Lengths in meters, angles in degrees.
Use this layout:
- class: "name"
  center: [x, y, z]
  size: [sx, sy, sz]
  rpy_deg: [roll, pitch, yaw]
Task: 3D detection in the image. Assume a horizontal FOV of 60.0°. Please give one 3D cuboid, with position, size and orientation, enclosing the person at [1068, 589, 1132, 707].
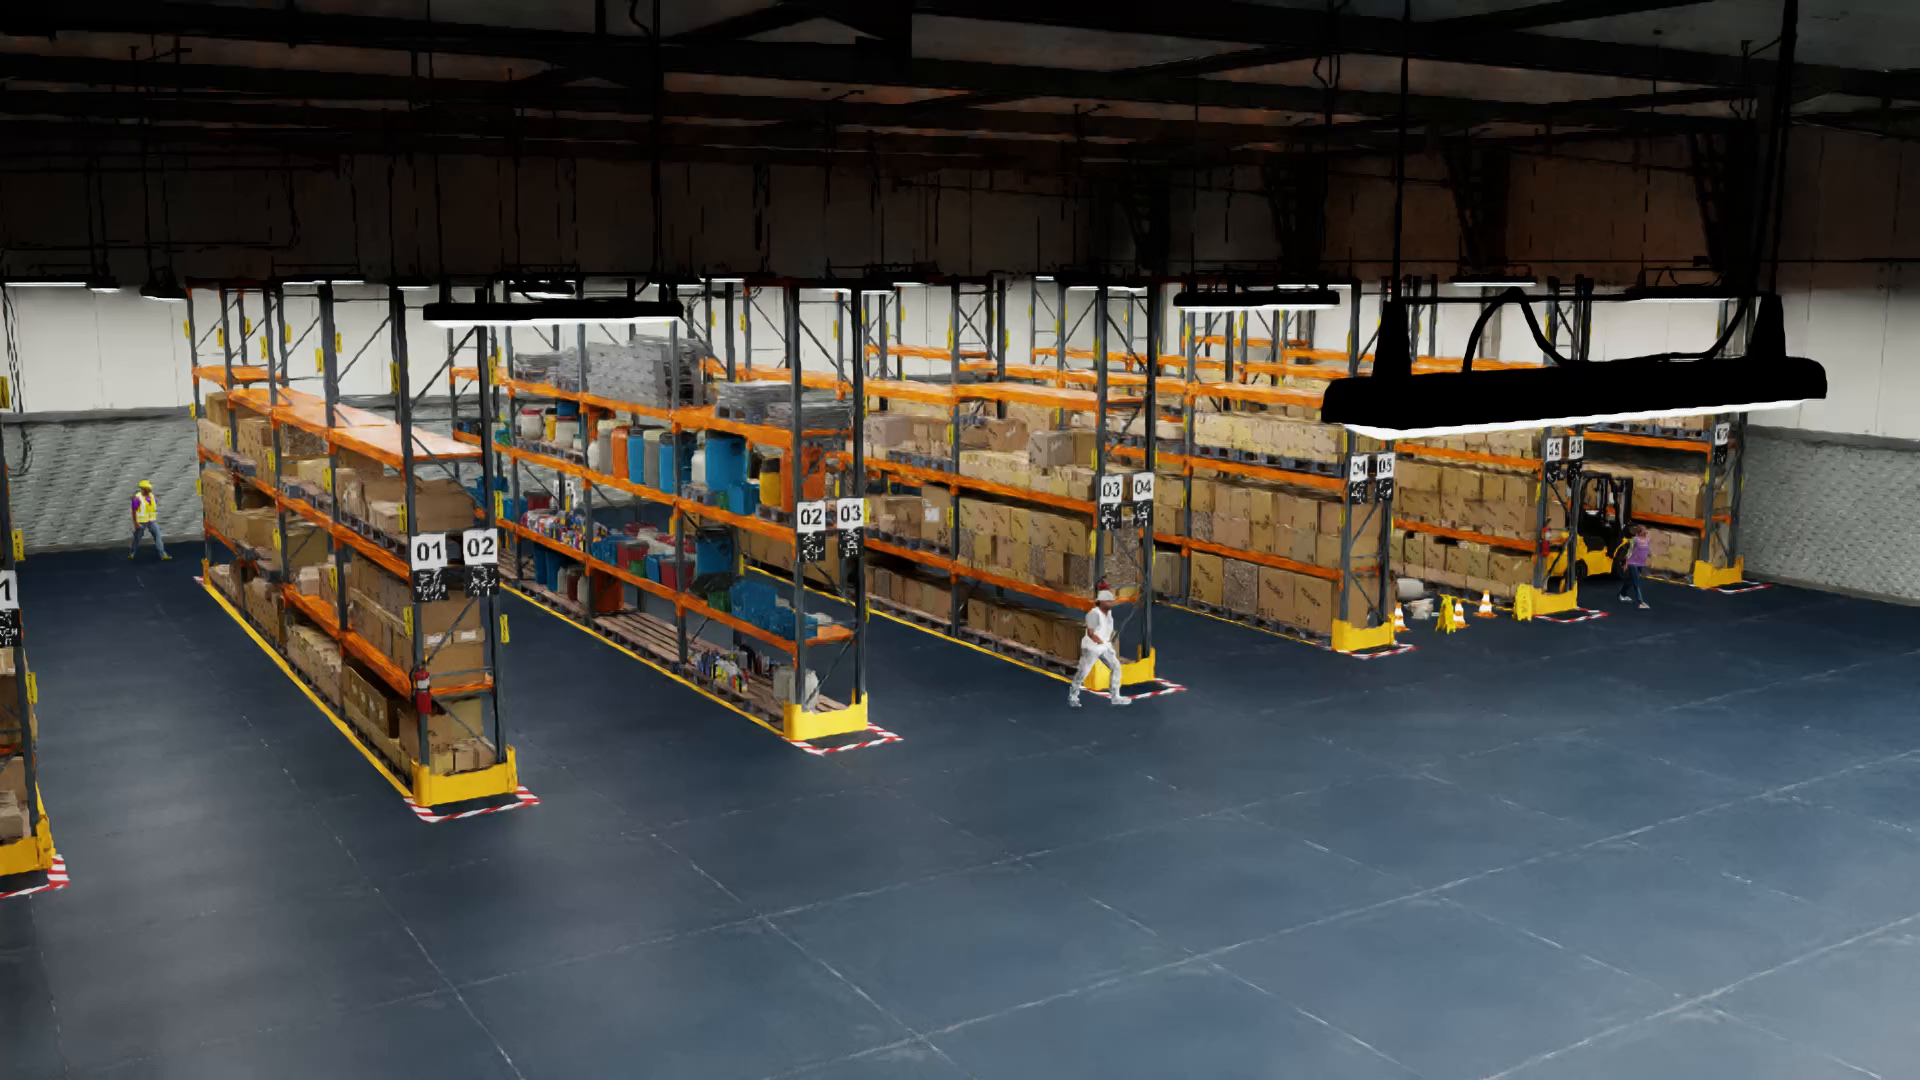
- class: "person"
  center: [1.962, 1.534, 23.667]
  size: [0.792, 1.719, 0.698]
  rpy_deg: [7, 12, 38]

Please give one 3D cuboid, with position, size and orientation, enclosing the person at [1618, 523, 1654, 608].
- class: "person"
  center: [12.514, 0.448, 30.677]
  size: [0.410, 1.514, 0.958]
  rpy_deg: [-4, 10, -23]

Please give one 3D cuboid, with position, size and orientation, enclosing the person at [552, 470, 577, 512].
- class: "person"
  center: [-9.105, -0.884, 38.326]
  size: [0.500, 1.625, 0.989]
  rpy_deg: [-6, 11, -33]

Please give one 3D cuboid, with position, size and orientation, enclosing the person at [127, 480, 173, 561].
- class: "person"
  center: [-17.262, -0.408, 35.238]
  size: [0.939, 1.739, 0.591]
  rpy_deg: [6, 11, 31]
